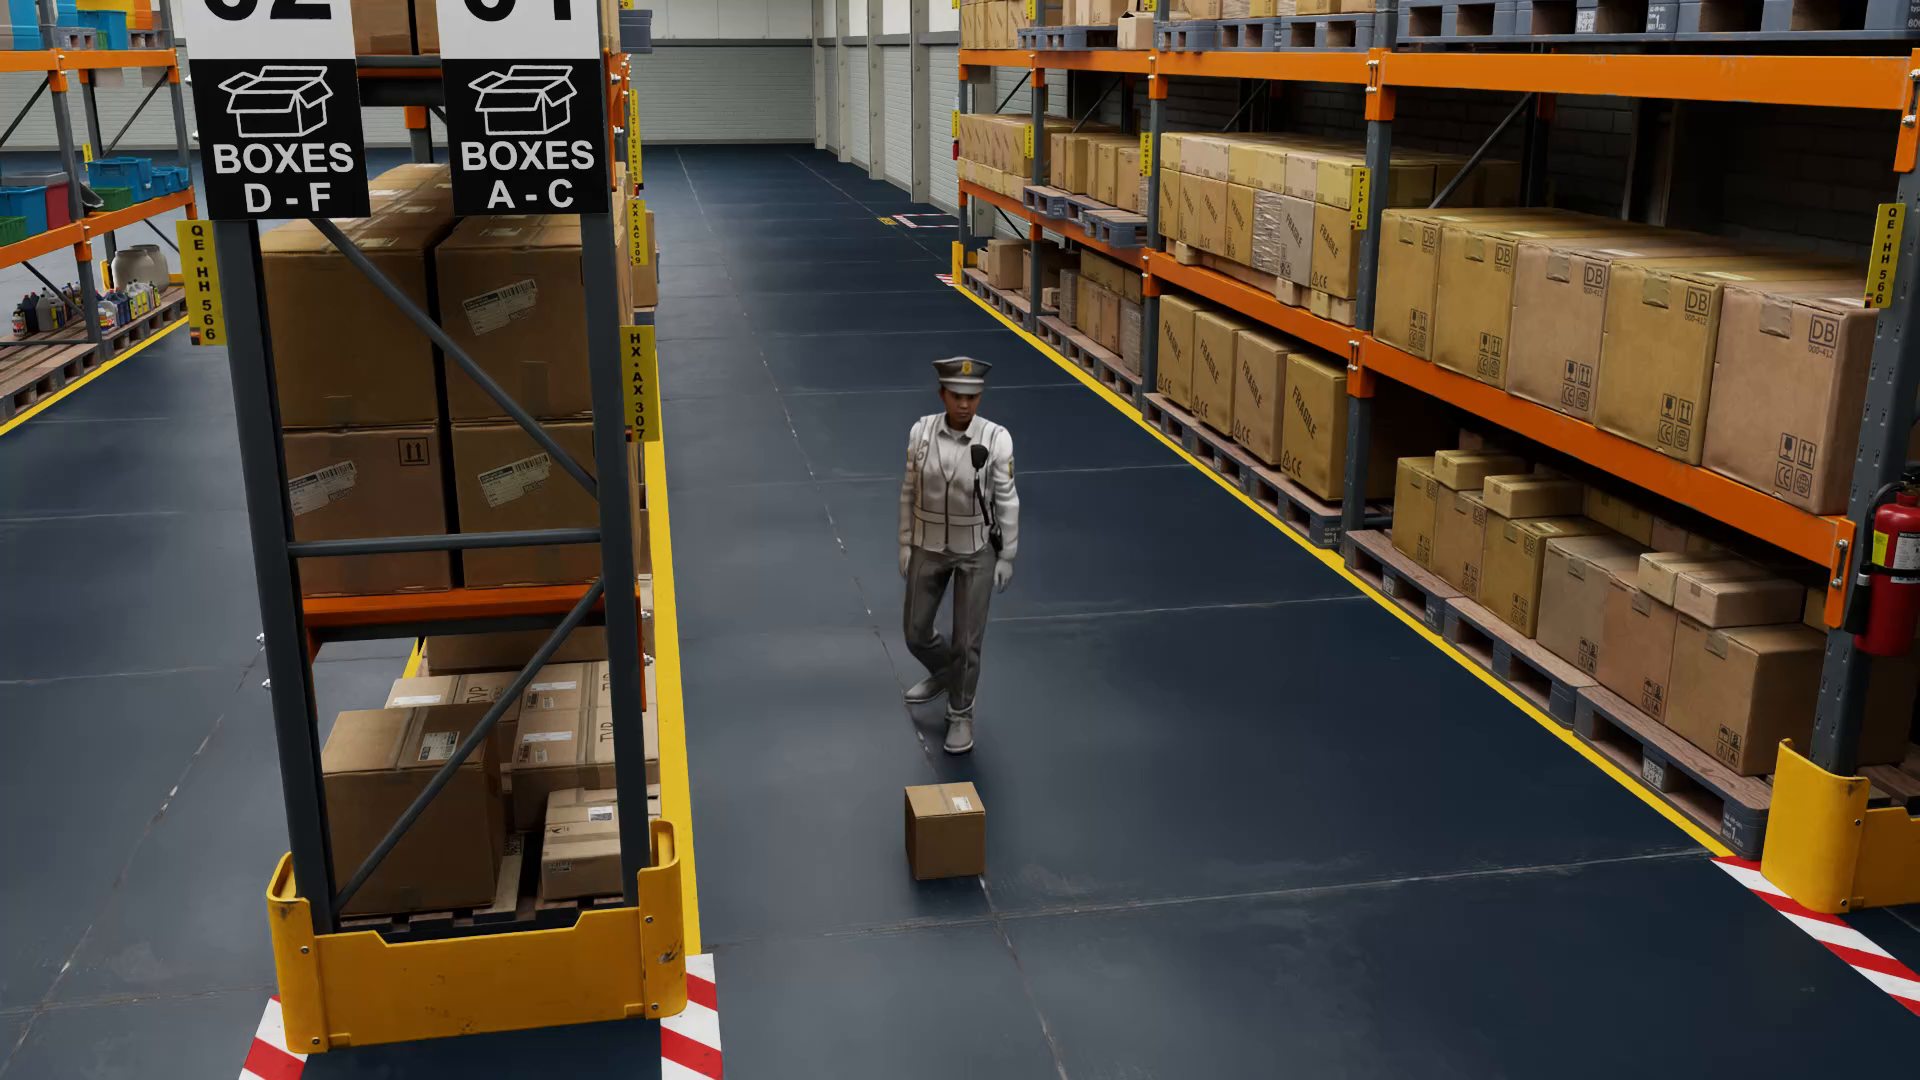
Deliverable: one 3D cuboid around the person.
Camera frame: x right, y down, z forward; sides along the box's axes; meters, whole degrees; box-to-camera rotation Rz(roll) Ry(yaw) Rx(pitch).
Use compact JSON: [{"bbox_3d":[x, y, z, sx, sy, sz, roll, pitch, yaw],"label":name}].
[{"bbox_3d":[-0.007,0.030,6.911,0.534,1.670,0.535,4,17,14],"label":"person"}]
